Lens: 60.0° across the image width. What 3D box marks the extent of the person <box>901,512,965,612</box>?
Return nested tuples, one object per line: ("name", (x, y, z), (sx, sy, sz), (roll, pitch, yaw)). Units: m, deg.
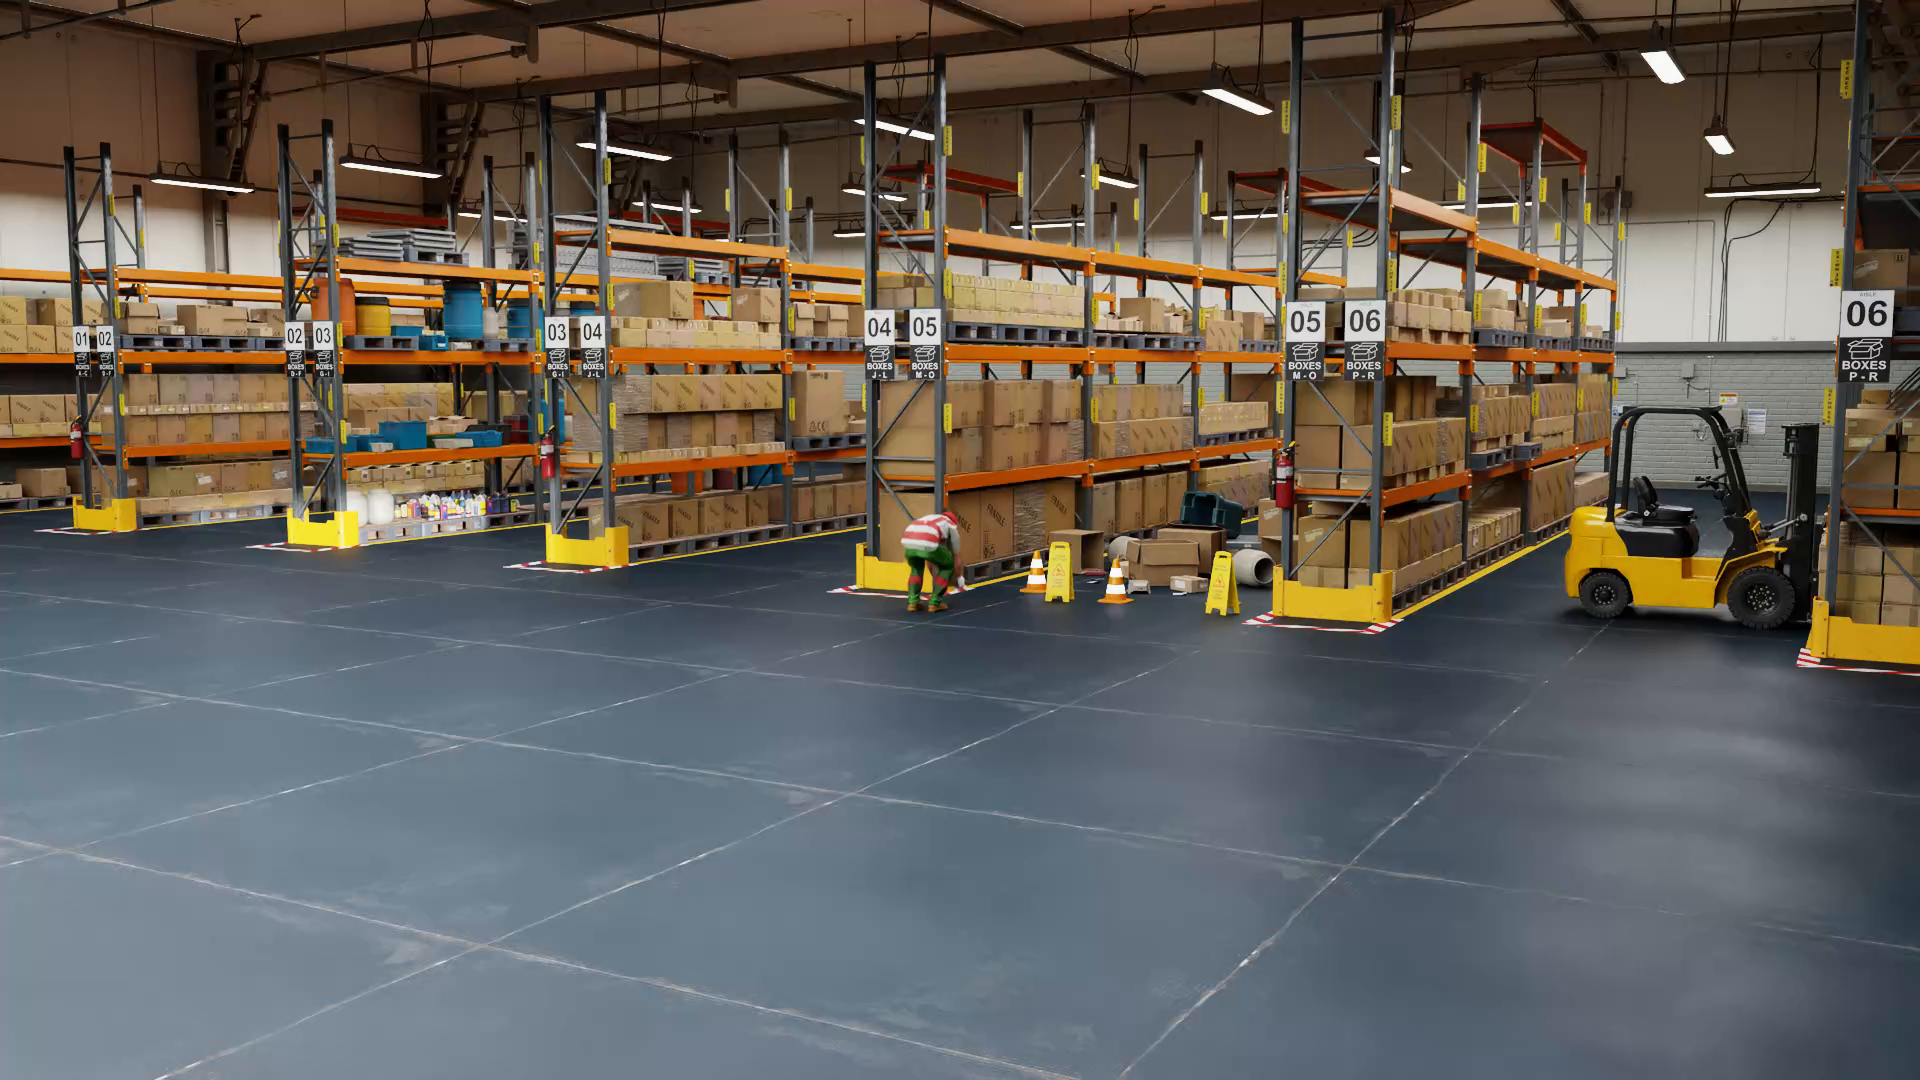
("person", (-0.284, 0.229, 17.581), (0.529, 1.002, 0.957), (3, 7, 26))
